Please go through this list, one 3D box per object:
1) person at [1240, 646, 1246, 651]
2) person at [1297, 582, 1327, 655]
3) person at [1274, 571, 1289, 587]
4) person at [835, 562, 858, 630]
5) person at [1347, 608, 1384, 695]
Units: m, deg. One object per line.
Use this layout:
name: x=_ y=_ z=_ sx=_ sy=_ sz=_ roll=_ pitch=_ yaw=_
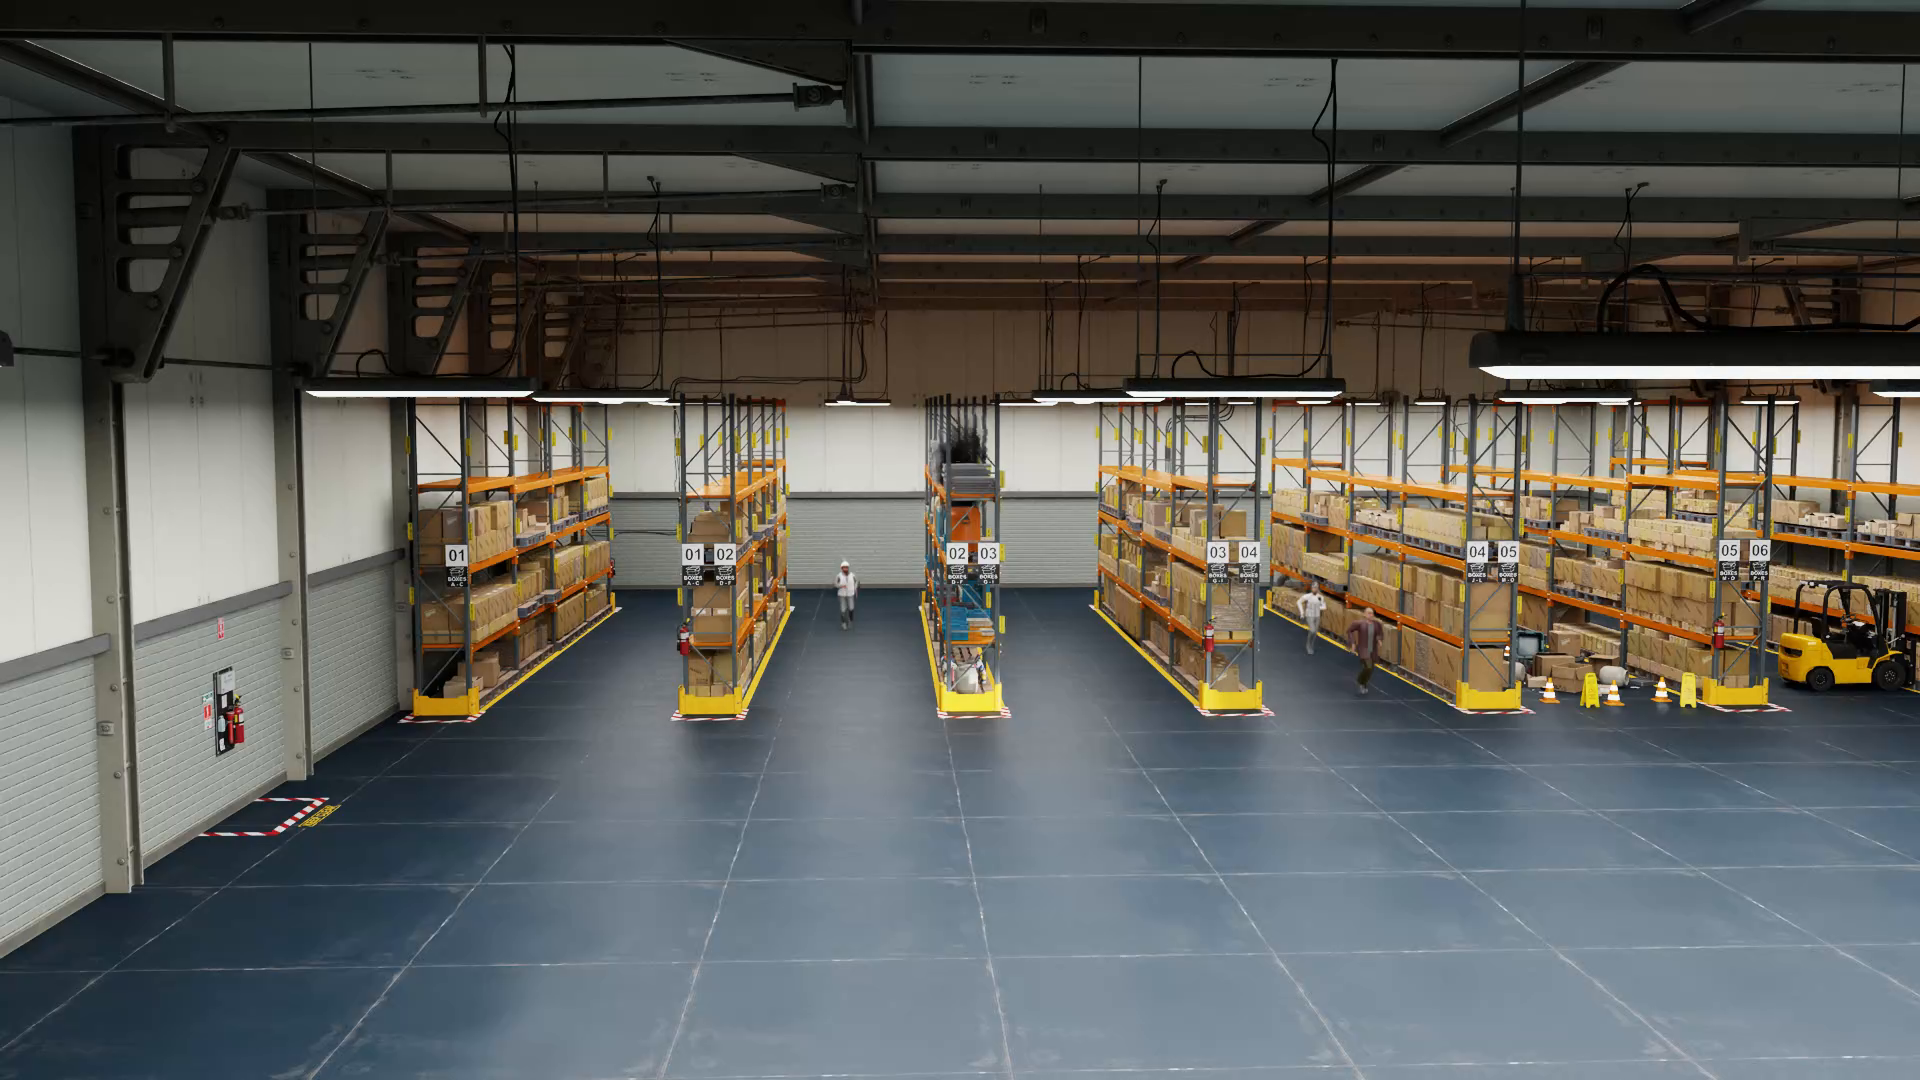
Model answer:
person: x=6.680 y=1.752 z=39.345 sx=0.741 sy=1.725 sz=0.696 roll=0 pitch=5 yaw=-1
person: x=8.230 y=1.820 z=38.725 sx=0.591 sy=1.707 sz=0.655 roll=-1 pitch=5 yaw=-10
person: x=9.495 y=1.066 z=49.005 sx=0.677 sy=1.592 sz=0.595 roll=0 pitch=5 yaw=-2
person: x=-2.931 y=1.446 z=43.009 sx=0.628 sy=1.777 sz=0.694 roll=-1 pitch=5 yaw=-9
person: x=8.137 y=2.219 z=33.189 sx=0.680 sy=1.750 sz=0.794 roll=-1 pitch=5 yaw=-15
